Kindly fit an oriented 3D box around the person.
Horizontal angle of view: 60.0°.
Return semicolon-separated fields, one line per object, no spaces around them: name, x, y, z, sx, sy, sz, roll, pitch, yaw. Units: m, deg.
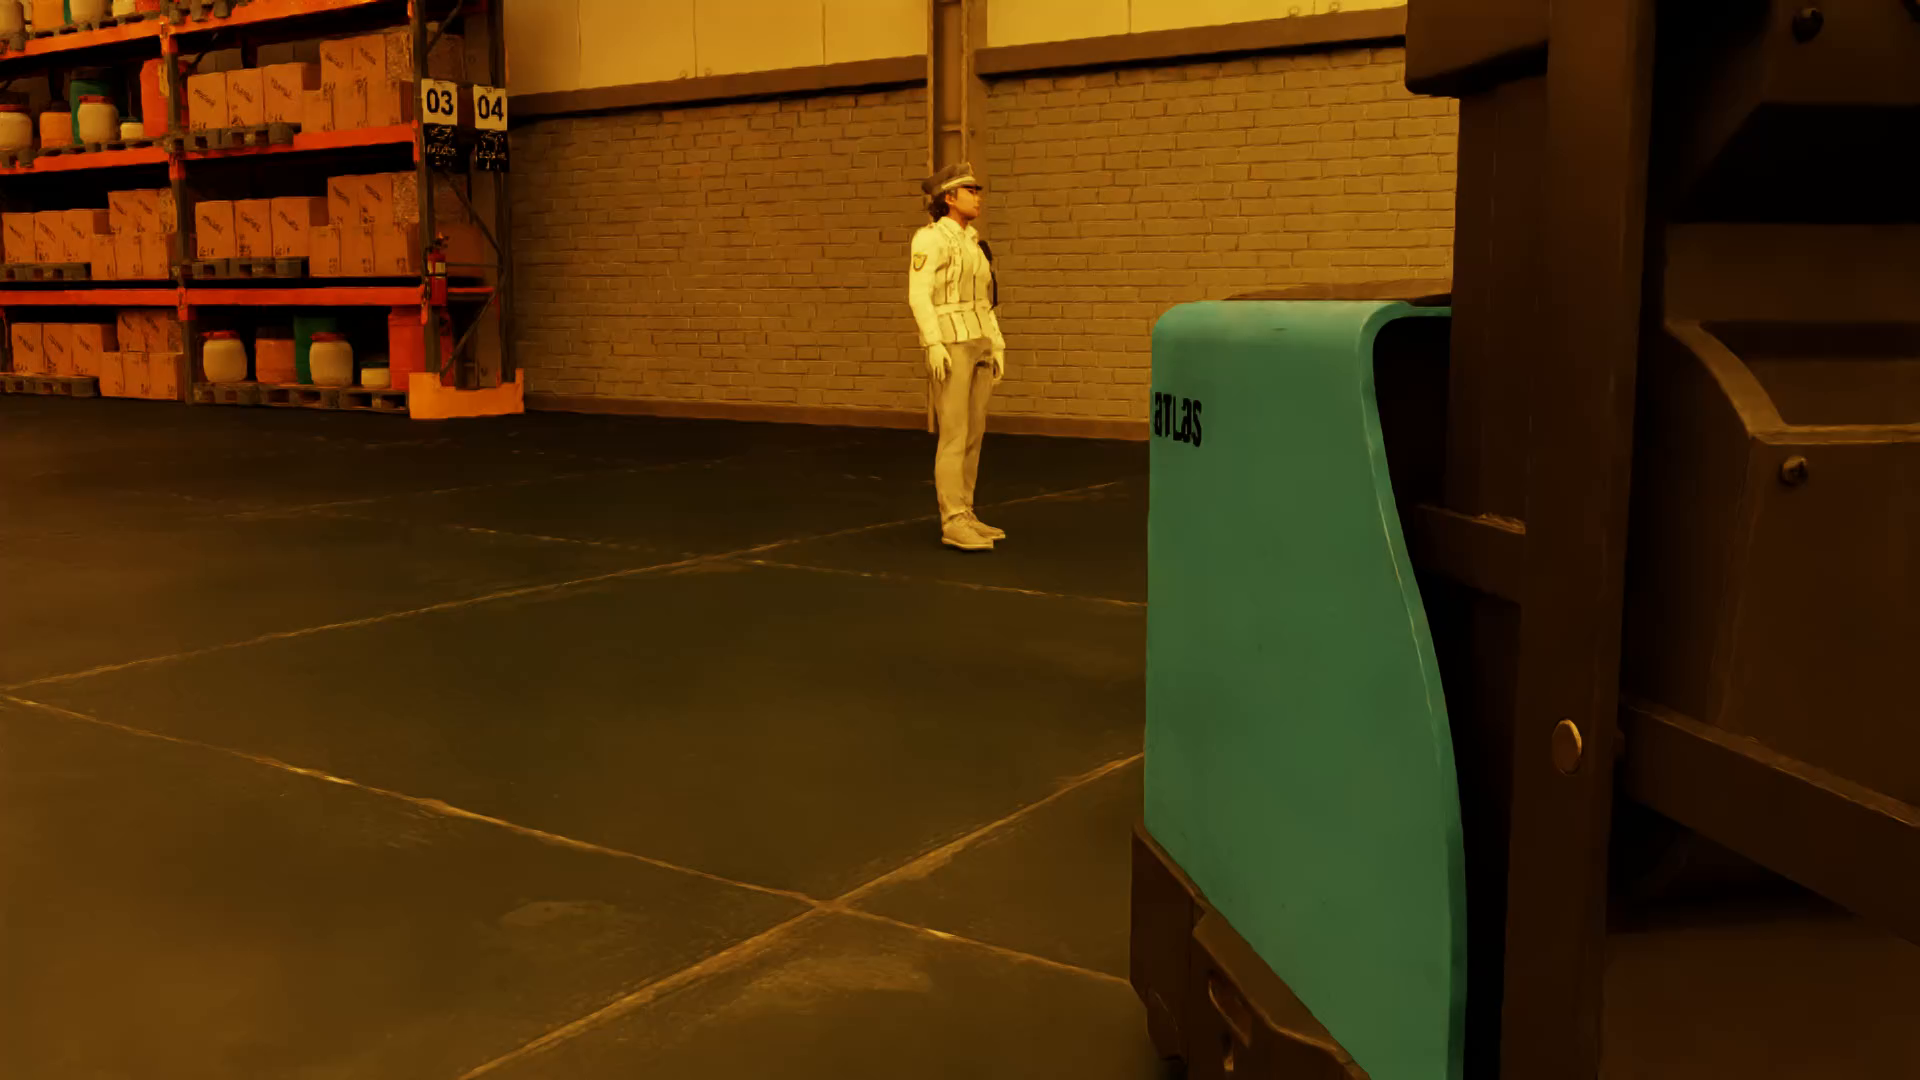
person;0.052;-0.840;7.440;0.532;1.695;0.586;5;10;34

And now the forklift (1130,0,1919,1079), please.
forklift;1.015;-0.538;0.975;1.130;2.935;3.031;-1;8;-10
